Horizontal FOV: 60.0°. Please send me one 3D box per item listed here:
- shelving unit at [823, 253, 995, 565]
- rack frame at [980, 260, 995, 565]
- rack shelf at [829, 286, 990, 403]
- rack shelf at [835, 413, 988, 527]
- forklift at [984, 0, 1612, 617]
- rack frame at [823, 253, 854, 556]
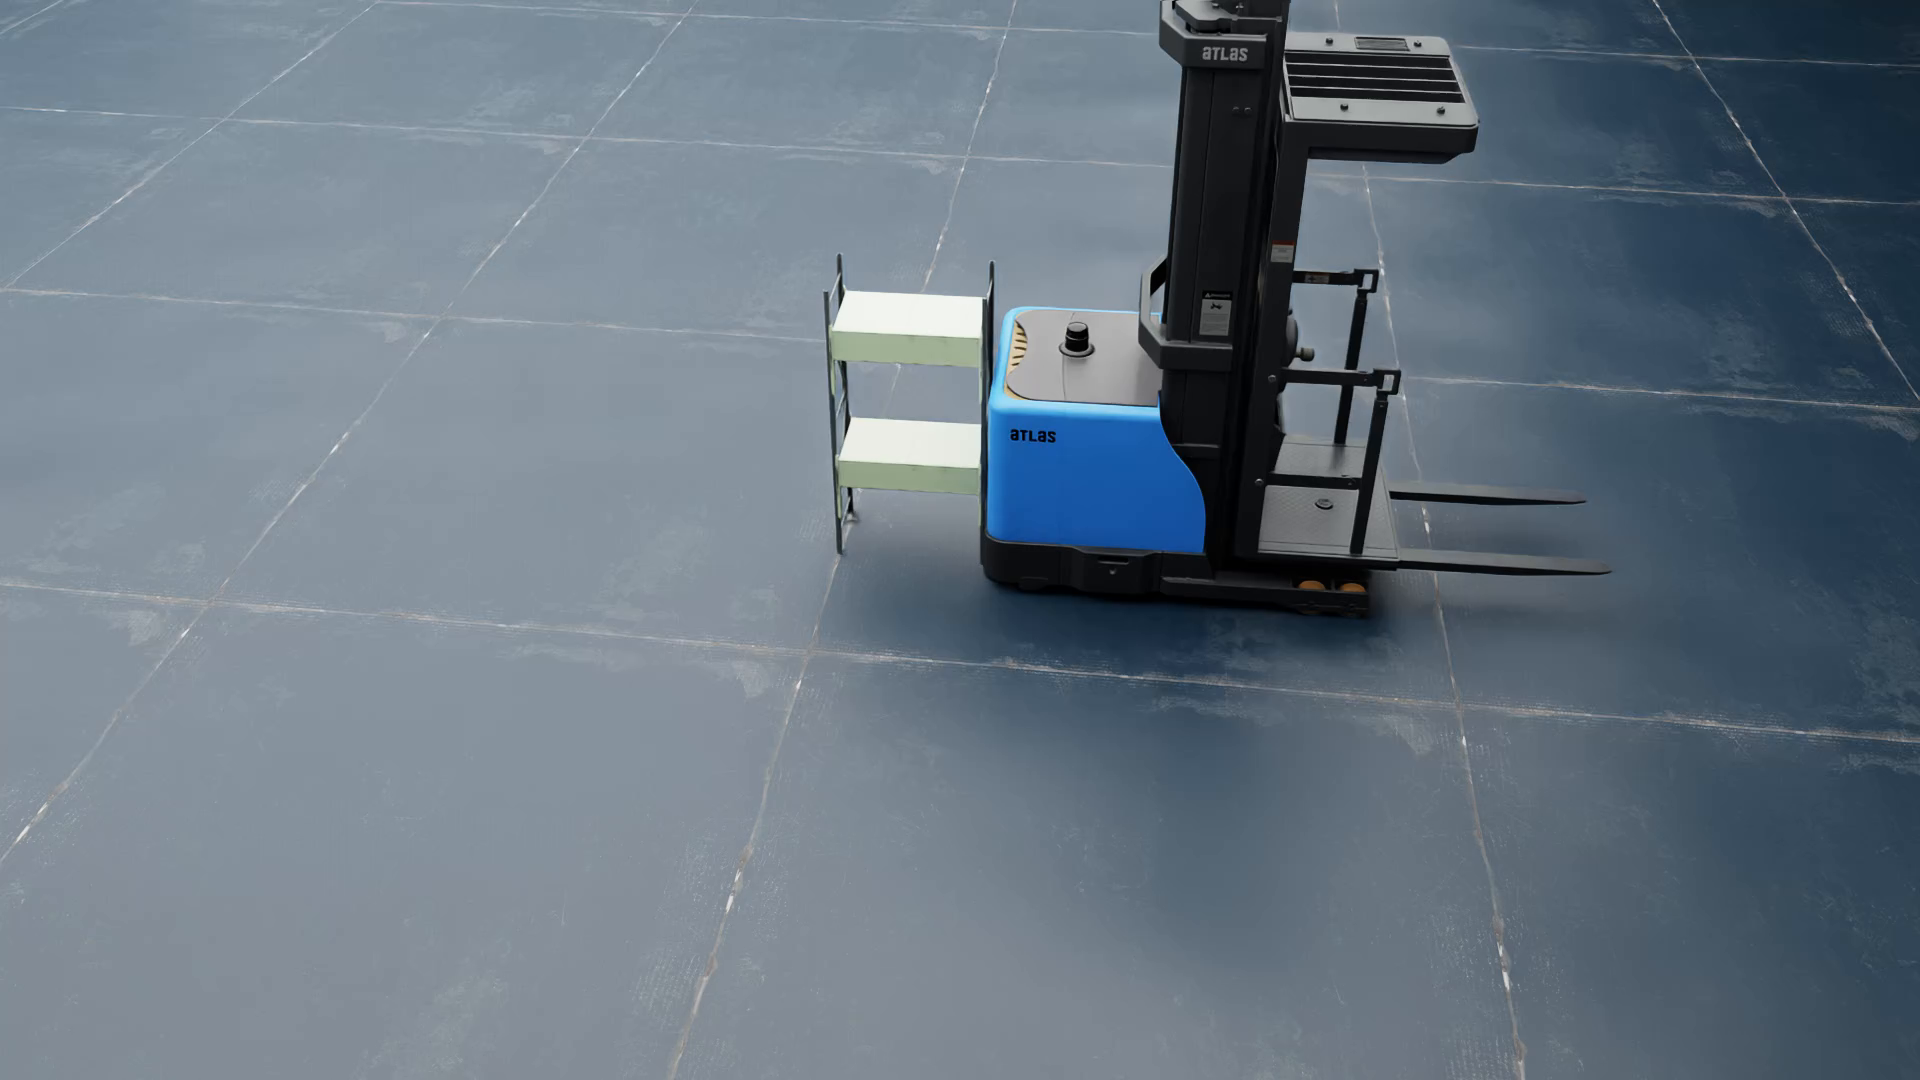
[{"bbox_3d":[-0.231,-0.623,8.190,0.755,1.500,0.431,4,36,5],"label":"shelving unit"},{"bbox_3d":[0.133,-0.601,8.158,0.023,1.500,0.400,4,36,5],"label":"rack frame"},{"bbox_3d":[-0.231,-0.941,7.963,0.720,0.370,0.431,4,36,5],"label":"rack shelf"},{"bbox_3d":[-0.231,-0.358,8.379,0.720,0.370,0.431,4,36,5],"label":"rack shelf"},{"bbox_3d":[1.671,-1.144,7.687,3.031,2.935,1.130,4,36,5],"label":"forklift"},{"bbox_3d":[-0.595,-0.646,8.221,0.023,1.500,0.400,4,36,5],"label":"rack frame"}]
